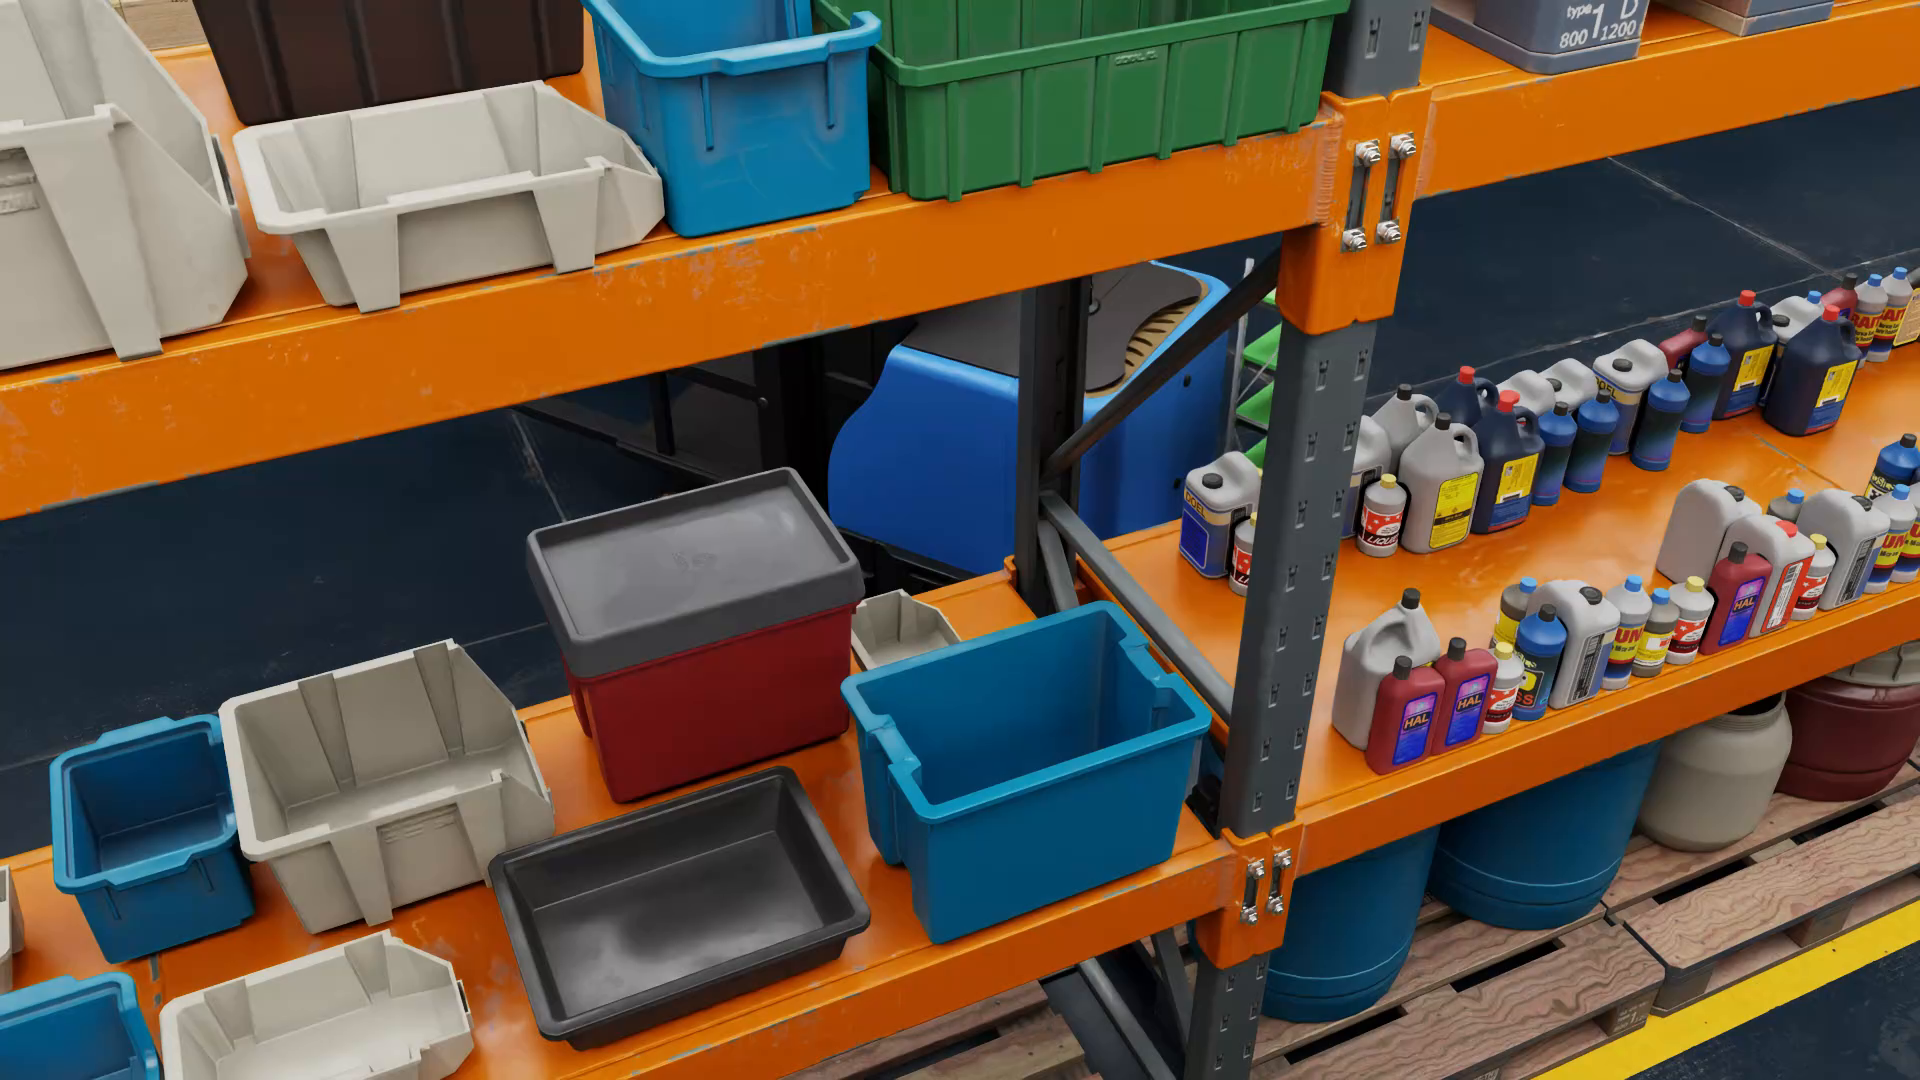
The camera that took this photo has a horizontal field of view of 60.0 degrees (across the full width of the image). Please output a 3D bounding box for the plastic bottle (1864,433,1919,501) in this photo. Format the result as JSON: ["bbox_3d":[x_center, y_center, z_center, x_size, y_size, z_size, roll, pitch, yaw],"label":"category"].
[{"bbox_3d":[2.254,-0.137,4.024,0.097,0.271,0.097,0,37,0],"label":"plastic bottle"}]

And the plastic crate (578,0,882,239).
[{"bbox_3d":[-0.295,-0.577,2.132,0.300,0.233,0.416,-16,39,-20],"label":"plastic crate"}]

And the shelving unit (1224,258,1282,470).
[{"bbox_3d":[1.199,-0.510,5.930,0.258,1.200,0.503,27,44,32],"label":"shelving unit"}]

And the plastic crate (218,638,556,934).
[{"bbox_3d":[-1.068,0.469,3.149,0.530,0.282,0.437,-16,39,-20],"label":"plastic crate"}]

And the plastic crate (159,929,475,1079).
[{"bbox_3d":[-1.056,0.843,2.767,0.466,0.136,0.293,-16,39,-20],"label":"plastic crate"}]

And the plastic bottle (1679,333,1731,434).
[{"bbox_3d":[1.971,-0.422,4.409,0.097,0.271,0.097,0,37,0],"label":"plastic bottle"}]

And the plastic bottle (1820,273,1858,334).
[{"bbox_3d":[2.420,-0.604,4.645,0.133,0.283,0.061,-16,39,-20],"label":"plastic bottle"}]

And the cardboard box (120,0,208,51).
[{"bbox_3d":[-2.929,-2.057,6.382,0.500,0.250,0.500,-15,39,-19],"label":"cardboard box"}]

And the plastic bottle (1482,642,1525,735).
[{"bbox_3d":[1.124,0.302,3.491,0.097,0.201,0.097,0,37,0],"label":"plastic bottle"}]

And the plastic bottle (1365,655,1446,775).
[{"bbox_3d":[0.906,0.342,3.369,0.133,0.283,0.061,-16,39,-20],"label":"plastic bottle"}]

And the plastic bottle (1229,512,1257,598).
[{"bbox_3d":[0.682,0.026,3.863,0.097,0.201,0.097,0,37,0],"label":"plastic bottle"}]

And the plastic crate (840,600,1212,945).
[{"bbox_3d":[0.115,0.443,3.098,0.575,0.384,0.392,-16,39,-20],"label":"plastic crate"}]

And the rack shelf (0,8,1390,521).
[{"bbox_3d":[-1.417,-0.251,2.157,4.000,0.370,1.077,-16,39,-20],"label":"rack shelf"}]

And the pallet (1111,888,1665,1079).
[{"bbox_3d":[1.109,1.105,4.583,1.213,0.211,1.003,-16,39,-20],"label":"pallet"}]

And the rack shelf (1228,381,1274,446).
[{"bbox_3d":[1.199,-0.459,5.968,0.258,0.148,0.480,27,44,32],"label":"rack shelf"}]

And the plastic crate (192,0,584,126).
[{"bbox_3d":[-0.848,-0.828,2.440,0.590,0.269,0.497,-16,39,-20],"label":"plastic crate"}]

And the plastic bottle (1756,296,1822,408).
[{"bbox_3d":[2.230,-0.518,4.535,0.135,0.276,0.152,-16,39,-20],"label":"plastic bottle"}]

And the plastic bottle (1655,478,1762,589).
[{"bbox_3d":[1.747,-0.020,3.863,0.135,0.276,0.152,-16,39,-20],"label":"plastic bottle"}]

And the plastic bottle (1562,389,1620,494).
[{"bbox_3d":[1.591,-0.256,4.185,0.097,0.271,0.097,0,37,0],"label":"plastic bottle"}]

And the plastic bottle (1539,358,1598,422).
[{"bbox_3d":[1.522,-0.320,4.268,0.135,0.276,0.152,-16,39,-20],"label":"plastic bottle"}]

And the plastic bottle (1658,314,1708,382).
[{"bbox_3d":[1.922,-0.465,4.457,0.133,0.283,0.061,-16,39,-20],"label":"plastic bottle"}]

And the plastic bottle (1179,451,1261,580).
[{"bbox_3d":[0.612,-0.066,3.925,0.135,0.276,0.152,-16,39,-20],"label":"plastic bottle"}]

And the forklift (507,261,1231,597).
[{"bbox_3d":[-0.596,-1.385,5.657,3.031,2.935,1.130,19,41,23],"label":"forklift"}]

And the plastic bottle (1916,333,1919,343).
[{"bbox_3d":[2.829,-0.674,4.807,0.097,0.201,0.097,0,37,0],"label":"plastic bottle"}]

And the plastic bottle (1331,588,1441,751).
[{"bbox_3d":[0.886,0.253,3.432,0.185,0.351,0.144,-16,39,-20],"label":"plastic bottle"}]

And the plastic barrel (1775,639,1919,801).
[{"bbox_3d":[2.556,0.364,4.912,0.708,0.588,0.600,-16,39,-20],"label":"plastic barrel"}]

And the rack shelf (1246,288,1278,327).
[{"bbox_3d":[1.199,-0.844,5.682,0.258,0.148,0.480,27,44,32],"label":"rack shelf"}]

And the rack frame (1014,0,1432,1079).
[{"bbox_3d":[0.393,0.158,3.519,0.127,3.000,1.000,-16,39,-20],"label":"rack frame"}]

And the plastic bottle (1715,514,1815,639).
[{"bbox_3d":[1.812,0.062,3.753,0.135,0.276,0.152,-16,39,-20],"label":"plastic bottle"}]

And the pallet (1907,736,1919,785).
[{"bbox_3d":[3.318,0.488,5.415,1.213,0.211,1.003,-16,39,-20],"label":"pallet"}]

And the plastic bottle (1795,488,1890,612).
[{"bbox_3d":[2.022,0.003,3.832,0.135,0.276,0.152,-16,39,-20],"label":"plastic bottle"}]

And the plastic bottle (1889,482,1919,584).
[{"bbox_3d":[2.227,-0.034,3.886,0.097,0.271,0.097,0,37,0],"label":"plastic bottle"}]

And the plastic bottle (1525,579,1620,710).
[{"bbox_3d":[1.305,0.204,3.562,0.135,0.276,0.152,-16,39,-20],"label":"plastic bottle"}]

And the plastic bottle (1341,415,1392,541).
[{"bbox_3d":[0.943,-0.159,4.050,0.135,0.276,0.152,-16,39,-20],"label":"plastic bottle"}]

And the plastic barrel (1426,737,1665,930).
[{"bbox_3d":[1.534,0.525,4.434,0.708,0.901,0.600,-16,39,-20],"label":"plastic barrel"}]

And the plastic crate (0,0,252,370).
[{"bbox_3d":[-1.090,-0.381,1.827,0.530,0.282,0.437,-16,39,-20],"label":"plastic crate"}]

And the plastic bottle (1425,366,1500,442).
[{"bbox_3d":[1.253,-0.278,4.148,0.185,0.351,0.144,-16,39,-20],"label":"plastic bottle"}]

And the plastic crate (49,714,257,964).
[{"bbox_3d":[-1.478,0.556,3.073,0.300,0.233,0.416,-16,39,-20],"label":"plastic crate"}]

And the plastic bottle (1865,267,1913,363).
[{"bbox_3d":[2.620,-0.644,4.708,0.097,0.271,0.097,0,37,0],"label":"plastic bottle"}]

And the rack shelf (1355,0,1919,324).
[{"bbox_3d":[2.204,-1.264,3.522,4.000,0.370,1.077,-16,39,-20],"label":"rack shelf"}]

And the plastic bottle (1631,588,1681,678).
[{"bbox_3d":[1.510,0.194,3.637,0.097,0.201,0.097,0,37,0],"label":"plastic bottle"}]

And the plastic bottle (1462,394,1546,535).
[{"bbox_3d":[1.315,-0.200,4.043,0.185,0.351,0.144,-16,39,-20],"label":"plastic bottle"}]
